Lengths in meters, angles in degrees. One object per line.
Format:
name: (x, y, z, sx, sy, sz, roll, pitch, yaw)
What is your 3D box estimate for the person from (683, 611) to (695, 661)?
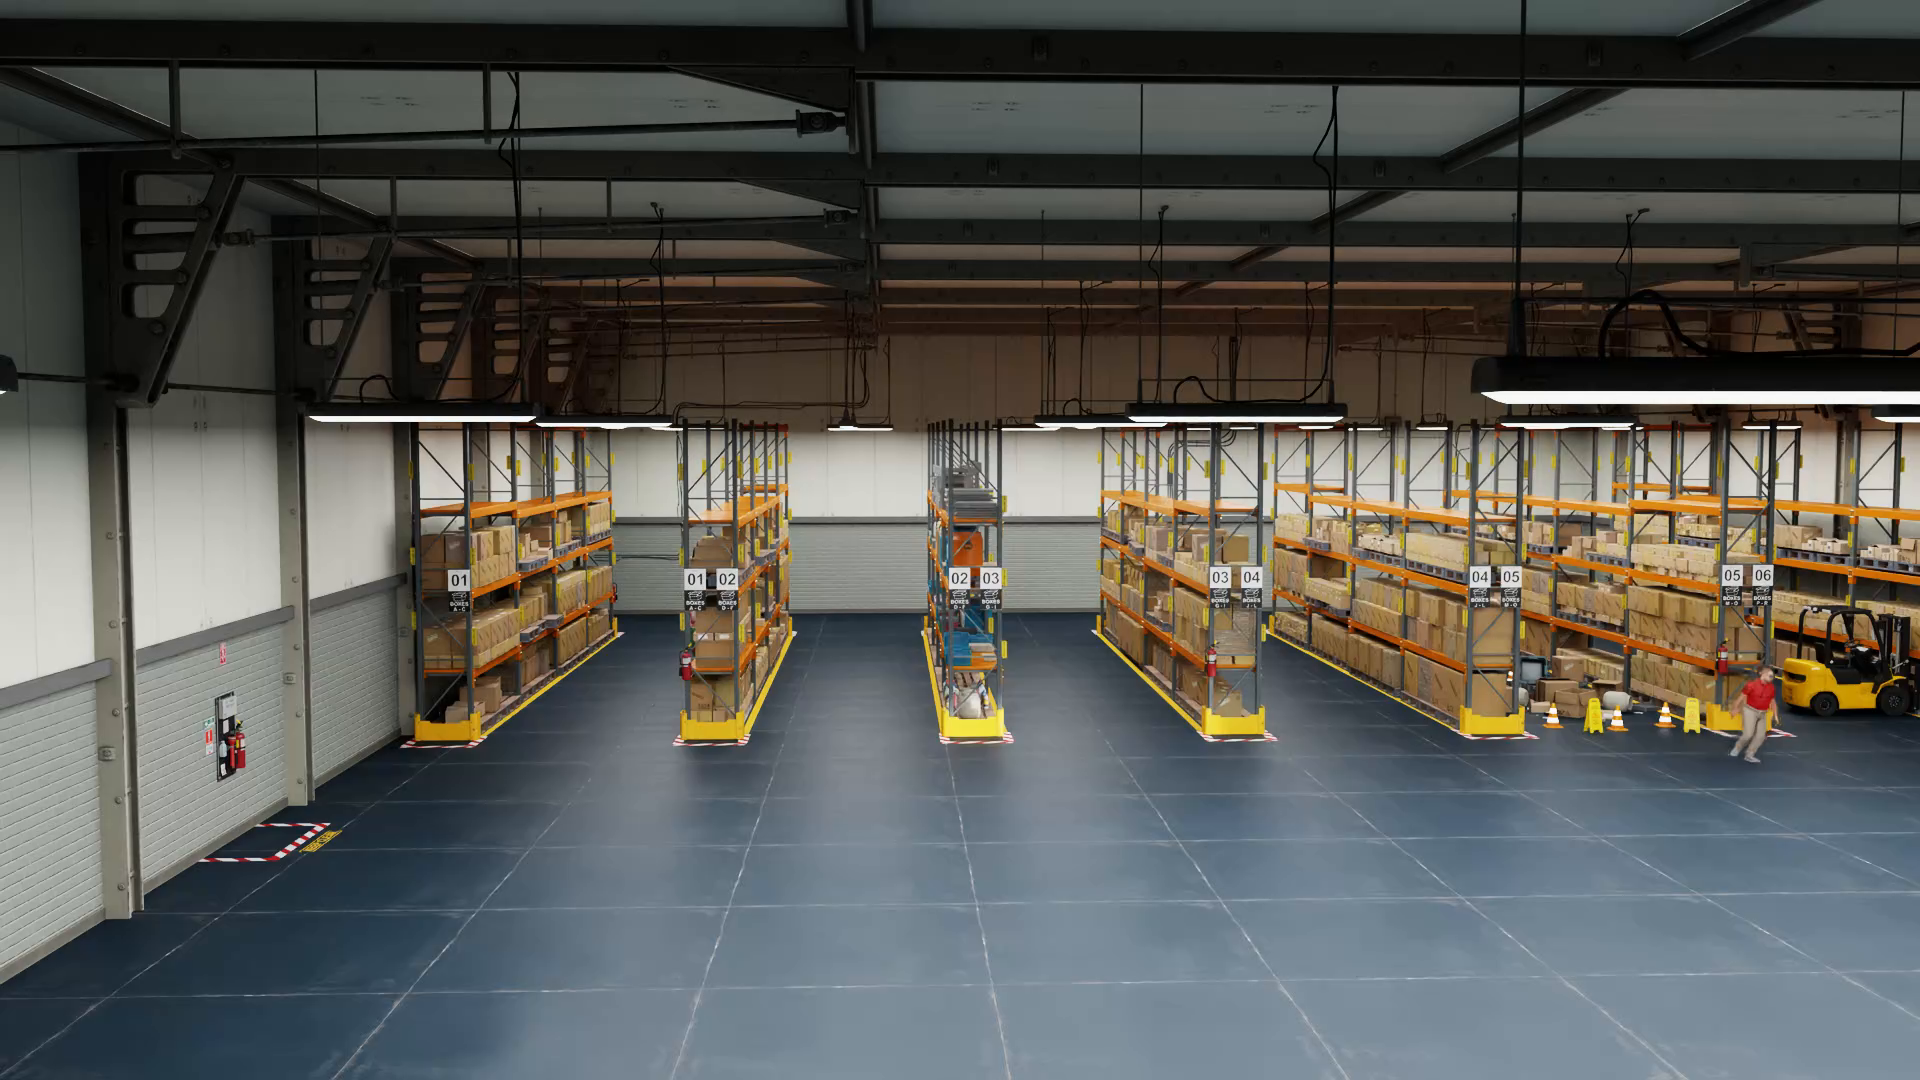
person: (-6.654, 2.202, 41.839, 0.656, 1.696, 0.864, -1, 4, -20)

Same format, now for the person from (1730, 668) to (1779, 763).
person: (13.800, 3.034, 28.902, 0.693, 1.684, 0.597, -1, 4, -15)
